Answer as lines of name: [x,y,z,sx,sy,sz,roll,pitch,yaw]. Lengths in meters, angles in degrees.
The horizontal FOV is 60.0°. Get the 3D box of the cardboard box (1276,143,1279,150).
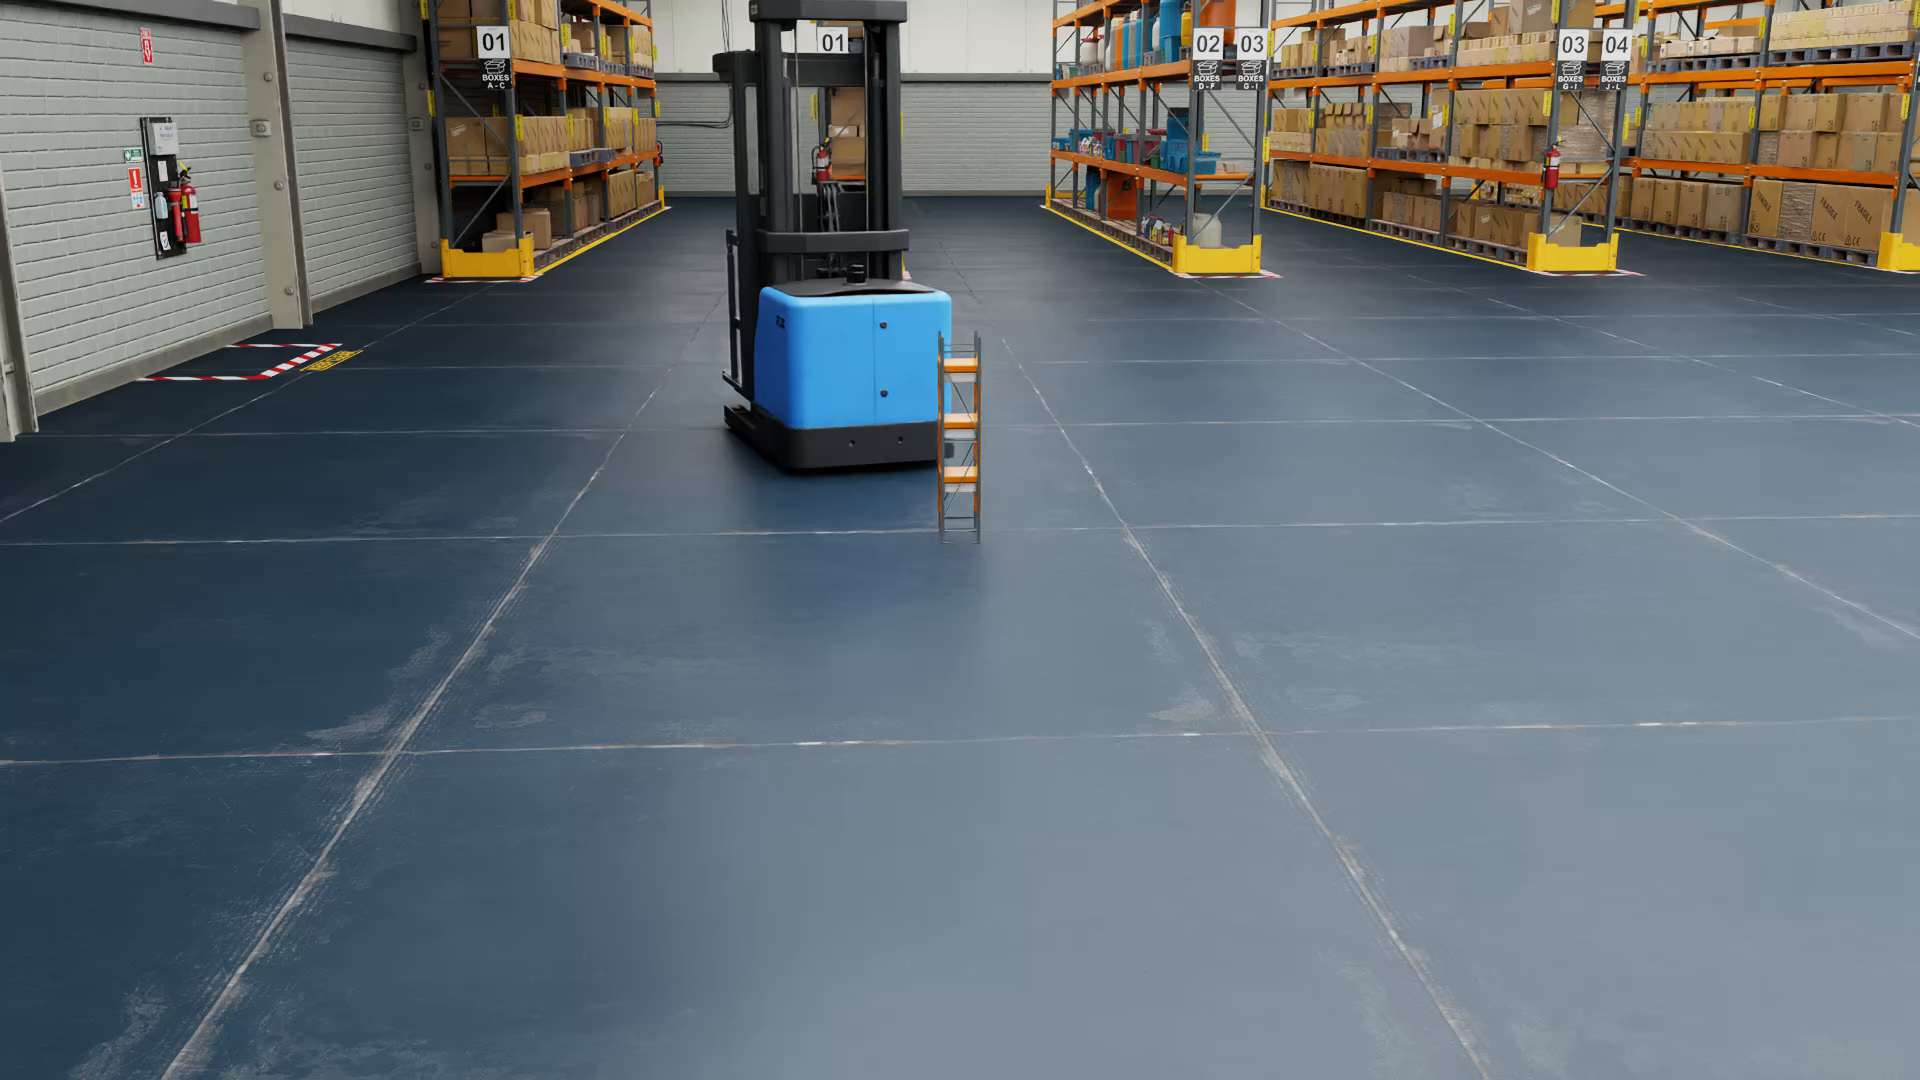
cardboard box: [7.269,-8.777,37.123,0.380,0.149,0.250,-1,14,-4]

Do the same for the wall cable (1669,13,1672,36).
wall cable: [17.534,-13.664,43.573,2.355,3.000,0.029,-1,14,-3]

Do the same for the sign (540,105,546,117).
sign: [-7.364,-7.517,29.397,0.100,0.325,0.005,-1,14,-3]

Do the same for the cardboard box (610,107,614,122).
cardboard box: [-6.615,-7.781,30.406,0.500,0.250,0.500,-1,14,-4]

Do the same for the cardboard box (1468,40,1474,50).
cardboard box: [8.066,-7.622,25.613,0.380,0.149,0.250,-2,15,-6]

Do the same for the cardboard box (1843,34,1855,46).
cardboard box: [13.036,-7.233,24.059,0.380,0.149,0.250,-1,14,-3]

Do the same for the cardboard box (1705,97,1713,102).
cardboard box: [17.151,-9.961,37.712,0.380,0.149,0.250,0,14,-2]

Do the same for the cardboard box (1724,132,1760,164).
cardboard box: [12.926,-6.425,27.279,0.500,0.500,0.500,-1,14,-4]

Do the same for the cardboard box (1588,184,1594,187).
cardboard box: [12.616,-7.020,32.460,0.500,0.250,0.500,-1,14,-2]

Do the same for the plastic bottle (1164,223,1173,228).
plastic bottle: [3.146,-4.666,25.225,0.152,0.276,0.135,-1,14,-3]

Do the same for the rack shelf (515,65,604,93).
rack shelf: [-6.686,-7.572,27.361,1.077,0.370,4.000,-1,14,-3]

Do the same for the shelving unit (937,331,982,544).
shelving unit: [-0.003,-0.522,8.447,0.215,1.050,0.252,-1,14,-3]

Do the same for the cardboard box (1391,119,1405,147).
cardboard box: [8.094,-7.313,29.885,0.500,0.500,0.500,-3,15,-10]

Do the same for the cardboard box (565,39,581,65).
cardboard box: [-6.823,-8.154,27.930,0.797,0.503,0.637,1,14,4]

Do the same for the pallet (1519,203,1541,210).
pallet: [12.653,-7.057,35.530,1.003,0.211,1.213,-1,14,-3]

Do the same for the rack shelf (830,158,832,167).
rack shelf: [-1.742,-6.197,28.035,1.077,0.370,4.000,-1,14,-3]

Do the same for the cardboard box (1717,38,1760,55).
cardboard box: [12.930,-8.187,27.564,0.500,0.250,0.500,-1,14,-4]

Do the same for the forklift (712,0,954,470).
forklift: [-0.994,-2.166,11.062,1.130,2.935,3.031,-5,15,-18]

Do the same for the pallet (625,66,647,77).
pallet: [-7.171,-9.876,35.050,1.003,0.211,1.213,-1,14,-3]

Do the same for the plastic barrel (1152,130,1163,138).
plastic barrel: [3.440,-6.613,27.936,0.433,0.535,0.433,0,14,0]

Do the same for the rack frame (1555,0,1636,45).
rack frame: [8.517,-8.111,21.989,1.000,3.000,0.127,-1,14,-3]

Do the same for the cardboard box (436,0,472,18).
cardboard box: [-6.602,-7.074,21.733,0.500,0.500,0.500,0,14,-1]

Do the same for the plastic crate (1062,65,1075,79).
plastic crate: [2.411,-9.947,35.385,0.437,0.282,0.530,-1,14,-3]

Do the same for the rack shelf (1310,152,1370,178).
rack shelf: [7.897,-7.344,32.492,1.077,0.370,4.000,-1,14,-3]

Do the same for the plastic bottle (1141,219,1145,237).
plastic bottle: [2.908,-4.929,26.257,0.097,0.271,0.097,0,14,0]

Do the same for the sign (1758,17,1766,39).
sign: [12.685,-8.096,26.284,0.100,0.325,0.005,-1,14,-3]

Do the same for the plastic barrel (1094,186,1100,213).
plastic barrel: [2.836,-6.658,32.534,0.421,0.512,0.421,0,14,0]

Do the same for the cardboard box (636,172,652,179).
cardboard box: [-6.956,-7.997,36.458,0.380,0.149,0.250,0,14,-2]

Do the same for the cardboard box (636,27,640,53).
cardboard box: [-6.860,-10.265,34.133,0.500,0.500,0.500,-1,14,-5]

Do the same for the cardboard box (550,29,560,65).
cardboard box: [-6.284,-7.359,24.847,0.500,0.500,0.500,0,14,-2]

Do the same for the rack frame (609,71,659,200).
rack frame: [-7.306,-8.955,37.311,1.000,3.000,0.127,-1,14,-3]

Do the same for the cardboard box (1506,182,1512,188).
cardboard box: [12.277,-7.884,36.833,0.380,0.149,0.250,-1,14,-3]

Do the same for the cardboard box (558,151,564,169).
cardboard box: [-6.208,-5.670,24.806,0.500,0.250,0.500,-1,14,-3]

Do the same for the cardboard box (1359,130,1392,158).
cardboard box: [7.743,-7.362,30.919,0.500,0.500,0.500,0,14,-2]

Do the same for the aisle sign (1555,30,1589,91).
aisle sign: [8.221,-6.444,22.335,0.394,0.787,0.004,-1,14,-3]

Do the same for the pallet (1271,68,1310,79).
pallet: [7.582,-10.410,37.123,1.003,0.211,1.213,-1,14,-3]

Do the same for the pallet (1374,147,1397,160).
pallet: [8.172,-6.926,29.811,1.213,0.211,1.003,-1,14,-3]

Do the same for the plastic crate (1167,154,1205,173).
plastic crate: [3.209,-5.338,23.552,0.499,0.251,0.408,-1,14,-3]

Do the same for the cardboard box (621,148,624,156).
cardboard box: [-6.720,-7.514,32.176,0.380,0.149,0.250,-1,14,-3]

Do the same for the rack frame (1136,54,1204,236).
rack frame: [3.325,-6.123,26.306,1.000,3.000,0.127,-1,14,-3]

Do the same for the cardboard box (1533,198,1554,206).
cardboard box: [12.366,-7.156,35.197,0.380,0.149,0.250,-1,14,-3]

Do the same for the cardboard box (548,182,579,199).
cardboard box: [-6.704,-5.882,27.997,0.500,0.250,0.500,-1,14,-4]

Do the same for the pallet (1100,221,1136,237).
pallet: [3.087,-5.575,29.769,1.003,0.211,1.213,-1,14,-3]

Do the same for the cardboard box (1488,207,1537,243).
cardboard box: [8.414,-4.797,25.325,0.500,0.500,0.500,-2,15,-8]

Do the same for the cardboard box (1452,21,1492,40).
cardboard box: [8.339,-8.024,26.625,0.797,0.503,0.637,-2,15,-6]

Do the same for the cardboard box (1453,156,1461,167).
cardboard box: [7.985,-5.958,26.166,0.380,0.149,0.250,-1,14,-3]

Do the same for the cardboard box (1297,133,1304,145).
cardboard box: [7.449,-8.495,35.229,0.500,0.250,0.500,0,14,-2]

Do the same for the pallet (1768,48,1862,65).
pallet: [13.266,-7.457,25.649,1.003,0.211,1.213,-1,14,-3]

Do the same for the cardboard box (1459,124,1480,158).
cardboard box: [8.231,-6.155,25.630,0.875,0.500,0.500,-1,14,-3]

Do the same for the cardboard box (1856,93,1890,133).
cardboard box: [13.363,-6.080,23.671,0.875,0.550,0.550,-1,14,-3]

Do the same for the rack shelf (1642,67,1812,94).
rack shelf: [13.102,-7.853,28.452,1.077,0.370,4.000,-1,14,-3]

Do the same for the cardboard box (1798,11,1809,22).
cardboard box: [12.957,-7.935,25.188,0.380,0.149,0.250,-1,14,-4]
